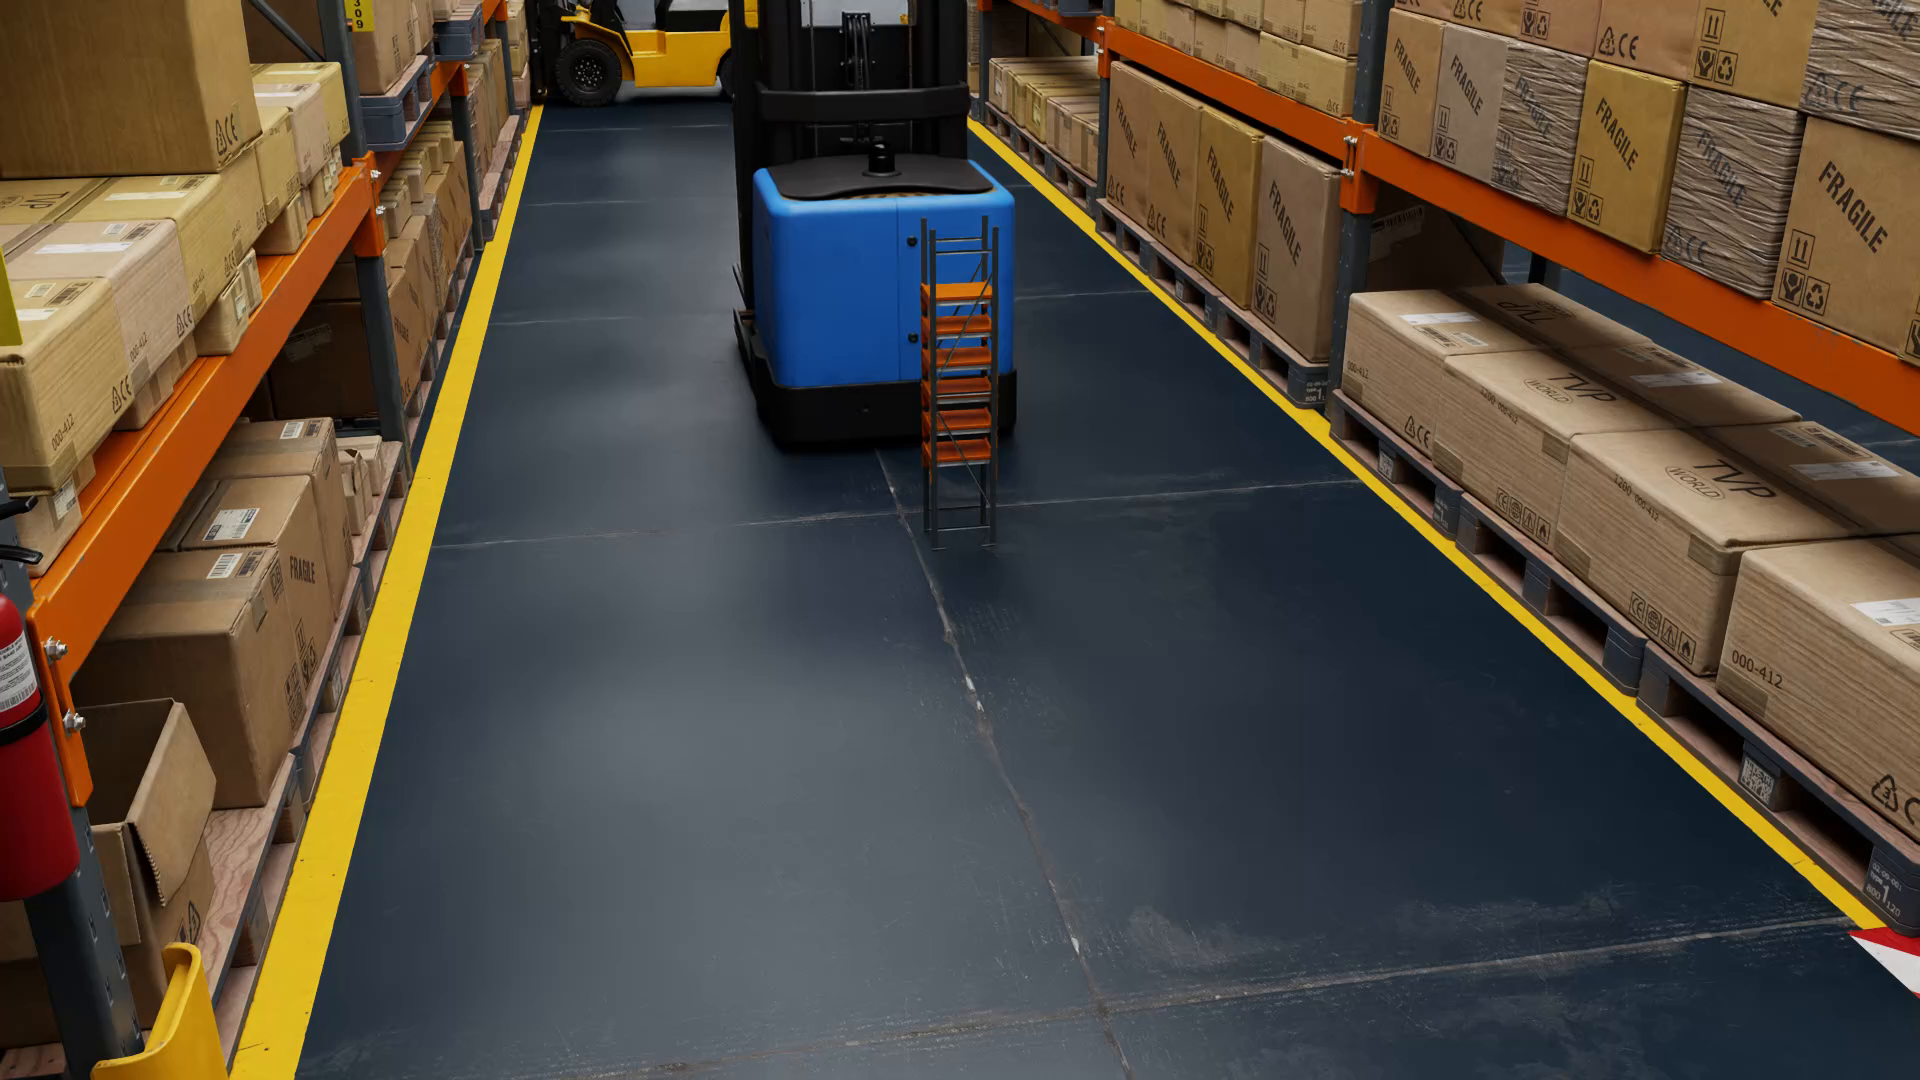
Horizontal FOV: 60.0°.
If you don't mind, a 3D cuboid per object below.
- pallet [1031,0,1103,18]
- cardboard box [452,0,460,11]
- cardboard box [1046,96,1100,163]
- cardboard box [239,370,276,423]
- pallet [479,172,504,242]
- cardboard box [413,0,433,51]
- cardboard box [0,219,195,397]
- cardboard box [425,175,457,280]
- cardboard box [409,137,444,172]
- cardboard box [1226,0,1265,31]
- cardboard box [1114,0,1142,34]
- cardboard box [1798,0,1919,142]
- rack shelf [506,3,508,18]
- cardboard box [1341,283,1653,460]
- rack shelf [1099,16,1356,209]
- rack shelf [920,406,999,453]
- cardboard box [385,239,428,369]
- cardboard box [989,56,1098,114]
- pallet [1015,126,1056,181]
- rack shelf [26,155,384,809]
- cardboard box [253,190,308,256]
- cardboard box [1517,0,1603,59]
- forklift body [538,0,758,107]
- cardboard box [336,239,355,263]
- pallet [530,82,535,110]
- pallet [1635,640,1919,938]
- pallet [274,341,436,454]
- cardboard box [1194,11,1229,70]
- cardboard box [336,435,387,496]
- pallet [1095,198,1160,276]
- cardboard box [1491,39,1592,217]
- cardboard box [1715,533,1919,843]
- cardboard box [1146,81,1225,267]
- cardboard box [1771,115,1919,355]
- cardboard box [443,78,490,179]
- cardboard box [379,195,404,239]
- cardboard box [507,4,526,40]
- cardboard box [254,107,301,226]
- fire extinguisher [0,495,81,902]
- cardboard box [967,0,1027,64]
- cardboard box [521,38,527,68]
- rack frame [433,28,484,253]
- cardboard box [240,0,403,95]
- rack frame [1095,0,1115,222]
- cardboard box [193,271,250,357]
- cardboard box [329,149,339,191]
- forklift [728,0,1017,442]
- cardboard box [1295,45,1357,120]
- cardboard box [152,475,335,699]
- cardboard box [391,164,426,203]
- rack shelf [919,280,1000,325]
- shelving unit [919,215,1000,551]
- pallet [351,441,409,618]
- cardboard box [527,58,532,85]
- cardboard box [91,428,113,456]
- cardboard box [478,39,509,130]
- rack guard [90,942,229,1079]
[{"bbox_3d":[1.172,-3.702,11.217,1.213,0.211,1.003,-4,24,-10],"label":"pallet"},{"bbox_3d":[-2.970,-2.996,9.150,0.380,0.149,0.250,-4,24,-9],"label":"cardboard box"},{"bbox_3d":[1.170,-3.018,12.171,0.950,0.372,0.625,-5,24,-11],"label":"cardboard box"},{"bbox_3d":[-3.111,-0.793,6.917,0.500,0.500,0.500,-4,24,-10],"label":"cardboard box"},{"bbox_3d":[-3.583,-2.197,11.017,1.003,0.211,1.213,-4,24,-10],"label":"pallet"},{"bbox_3d":[-2.840,-2.532,7.651,0.700,0.500,0.500,-4,24,-10],"label":"cardboard box"},{"bbox_3d":[-1.902,-0.466,3.385,0.500,0.250,0.500,-4,24,-9],"label":"cardboard box"},{"bbox_3d":[-2.998,-1.642,8.859,0.500,0.500,0.500,-3,24,-7],"label":"cardboard box"},{"bbox_3d":[-3.042,-2.105,9.110,0.380,0.149,0.250,-5,24,-12],"label":"cardboard box"},{"bbox_3d":[1.626,-2.659,8.153,0.500,0.250,0.500,-4,24,-8],"label":"cardboard box"},{"bbox_3d":[1.252,-3.237,10.102,0.500,0.250,0.500,-5,24,-11],"label":"cardboard box"},{"bbox_3d":[2.439,-1.250,3.990,0.500,0.500,0.500,-4,24,-10],"label":"cardboard box"},{"bbox_3d":[-4.578,-5.179,15.258,1.077,0.370,4.000,-4,24,-10],"label":"rack shelf"},{"bbox_3d":[2.159,-0.707,6.798,0.875,0.438,0.875,-5,24,-11],"label":"cardboard box"},{"bbox_3d":[1.778,-2.401,8.898,1.077,0.370,4.000,-4,24,-10],"label":"rack shelf"},{"bbox_3d":[-0.003,-0.405,6.089,0.258,0.103,0.180,-4,24,-10],"label":"rack shelf"},{"bbox_3d":[-2.706,-1.037,7.476,0.500,0.500,0.500,-5,24,-10],"label":"cardboard box"},{"bbox_3d":[0.768,-3.873,14.128,0.950,0.372,0.625,-4,24,-9],"label":"cardboard box"},{"bbox_3d":[1.043,-3.026,12.914,1.003,0.211,1.213,-4,24,-10],"label":"pallet"},{"bbox_3d":[-2.359,-0.459,4.451,1.077,0.370,4.000,-4,24,-10],"label":"rack shelf"},{"bbox_3d":[-2.184,-0.948,4.987,0.380,0.149,0.250,-5,24,-11],"label":"cardboard box"},{"bbox_3d":[2.169,-1.841,5.343,0.500,0.500,0.500,-4,24,-9],"label":"cardboard box"},{"bbox_3d":[-2.805,-5.295,15.687,2.313,2.155,1.214,-4,24,-10],"label":"forklift body"},{"bbox_3d":[-2.593,-1.212,6.693,0.380,0.149,0.250,-5,24,-11],"label":"cardboard box"},{"bbox_3d":[-4.543,-4.241,15.696,1.003,0.211,1.213,-4,24,-10],"label":"pallet"},{"bbox_3d":[2.663,0.599,4.615,1.003,0.211,1.213,-4,24,-10],"label":"pallet"},{"bbox_3d":[-2.917,-0.614,7.393,1.003,0.211,1.213,-4,24,-10],"label":"pallet"},{"bbox_3d":[1.550,-2.636,8.725,0.500,0.250,0.500,-4,24,-10],"label":"cardboard box"},{"bbox_3d":[-2.337,-0.264,6.143,0.380,0.149,0.250,-5,24,-11],"label":"cardboard box"},{"bbox_3d":[1.480,-1.924,10.391,1.003,0.211,1.213,-4,24,-10],"label":"pallet"},{"bbox_3d":[2.152,-1.391,5.563,0.500,0.500,0.500,-4,24,-9],"label":"cardboard box"},{"bbox_3d":[2.668,0.359,4.357,0.875,0.438,0.875,-5,24,-12],"label":"cardboard box"},{"bbox_3d":[1.616,-2.107,9.456,0.875,0.875,0.875,-4,24,-9],"label":"cardboard box"},{"bbox_3d":[2.461,-0.785,4.174,0.500,0.500,0.500,-5,24,-11],"label":"cardboard box"},{"bbox_3d":[-3.699,-2.755,11.253,0.875,0.625,0.625,-4,24,-8],"label":"cardboard box"},{"bbox_3d":[-2.793,-1.491,7.704,0.380,0.149,0.250,-4,24,-10],"label":"cardboard box"},{"bbox_3d":[-4.074,-4.528,14.530,0.500,0.250,0.500,-4,24,-10],"label":"cardboard box"},{"bbox_3d":[-2.209,-1.067,4.761,0.500,0.250,0.500,-4,24,-10],"label":"cardboard box"},{"bbox_3d":[-1.508,0.228,2.542,0.296,0.674,0.183,-4,24,-10],"label":"fire extinguisher"},{"bbox_3d":[0.296,-4.579,14.961,0.500,0.500,0.500,-5,24,-10],"label":"cardboard box"},{"bbox_3d":[-4.090,-4.294,14.621,0.500,0.250,0.500,-4,24,-10],"label":"cardboard box"},{"bbox_3d":[-3.469,-3.148,9.711,1.000,3.000,0.127,-4,24,-10],"label":"rack frame"},{"bbox_3d":[-2.599,-2.020,6.478,0.700,0.500,0.500,-4,24,-8],"label":"cardboard box"},{"bbox_3d":[1.409,-3.517,10.555,1.000,3.000,0.127,-4,24,-10],"label":"rack frame"},{"bbox_3d":[-1.970,-0.546,4.067,0.380,0.149,0.250,-5,24,-11],"label":"cardboard box"},{"bbox_3d":[-2.352,-1.252,5.683,0.380,0.149,0.250,-4,24,-8],"label":"cardboard box"},{"bbox_3d":[-0.557,-2.317,7.892,1.130,2.935,3.031,-5,24,-11],"label":"forklift"},{"bbox_3d":[1.818,-2.033,7.344,0.500,0.250,0.500,-5,24,-11],"label":"cardboard box"},{"bbox_3d":[-2.129,0.149,4.759,0.500,0.500,0.500,-4,24,-9],"label":"cardboard box"},{"bbox_3d":[-2.911,-1.793,8.396,0.380,0.149,0.250,-5,24,-12],"label":"cardboard box"},{"bbox_3d":[-0.003,-0.845,5.897,0.258,0.103,0.180,-4,24,-10],"label":"rack shelf"},{"bbox_3d":[-0.003,-0.556,6.023,0.258,1.200,0.189,-4,24,-10],"label":"shelving unit"},{"bbox_3d":[-2.603,-0.027,6.048,1.003,0.211,1.213,-4,24,-10],"label":"pallet"},{"bbox_3d":[-4.192,-4.268,15.186,0.500,0.250,0.500,-4,24,-9],"label":"cardboard box"},{"bbox_3d":[-1.956,-0.233,3.351,0.380,0.149,0.250,-5,24,-10],"label":"cardboard box"},{"bbox_3d":[-4.101,-3.621,13.236,0.875,0.625,0.625,-3,24,-7],"label":"cardboard box"},{"bbox_3d":[-2.003,1.114,3.075,1.175,0.500,0.348,-4,24,-10],"label":"rack guard"}]
